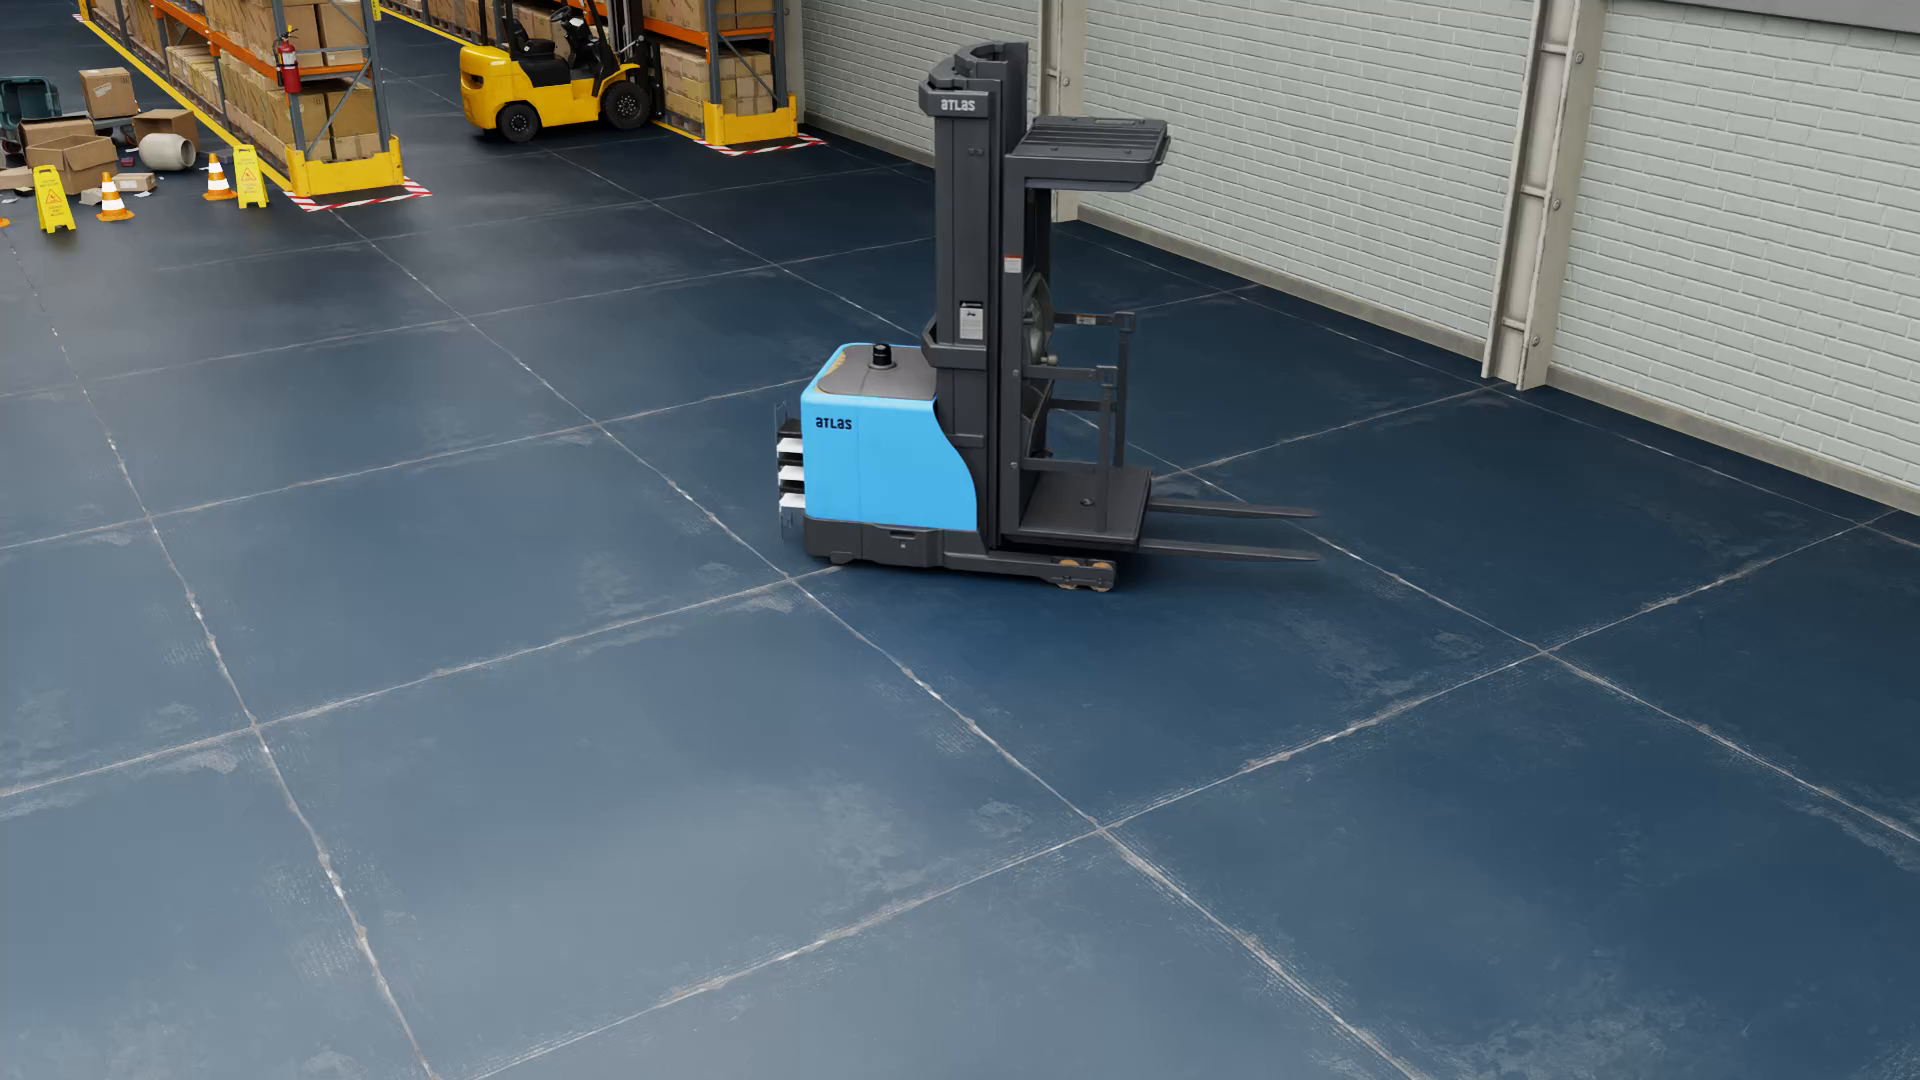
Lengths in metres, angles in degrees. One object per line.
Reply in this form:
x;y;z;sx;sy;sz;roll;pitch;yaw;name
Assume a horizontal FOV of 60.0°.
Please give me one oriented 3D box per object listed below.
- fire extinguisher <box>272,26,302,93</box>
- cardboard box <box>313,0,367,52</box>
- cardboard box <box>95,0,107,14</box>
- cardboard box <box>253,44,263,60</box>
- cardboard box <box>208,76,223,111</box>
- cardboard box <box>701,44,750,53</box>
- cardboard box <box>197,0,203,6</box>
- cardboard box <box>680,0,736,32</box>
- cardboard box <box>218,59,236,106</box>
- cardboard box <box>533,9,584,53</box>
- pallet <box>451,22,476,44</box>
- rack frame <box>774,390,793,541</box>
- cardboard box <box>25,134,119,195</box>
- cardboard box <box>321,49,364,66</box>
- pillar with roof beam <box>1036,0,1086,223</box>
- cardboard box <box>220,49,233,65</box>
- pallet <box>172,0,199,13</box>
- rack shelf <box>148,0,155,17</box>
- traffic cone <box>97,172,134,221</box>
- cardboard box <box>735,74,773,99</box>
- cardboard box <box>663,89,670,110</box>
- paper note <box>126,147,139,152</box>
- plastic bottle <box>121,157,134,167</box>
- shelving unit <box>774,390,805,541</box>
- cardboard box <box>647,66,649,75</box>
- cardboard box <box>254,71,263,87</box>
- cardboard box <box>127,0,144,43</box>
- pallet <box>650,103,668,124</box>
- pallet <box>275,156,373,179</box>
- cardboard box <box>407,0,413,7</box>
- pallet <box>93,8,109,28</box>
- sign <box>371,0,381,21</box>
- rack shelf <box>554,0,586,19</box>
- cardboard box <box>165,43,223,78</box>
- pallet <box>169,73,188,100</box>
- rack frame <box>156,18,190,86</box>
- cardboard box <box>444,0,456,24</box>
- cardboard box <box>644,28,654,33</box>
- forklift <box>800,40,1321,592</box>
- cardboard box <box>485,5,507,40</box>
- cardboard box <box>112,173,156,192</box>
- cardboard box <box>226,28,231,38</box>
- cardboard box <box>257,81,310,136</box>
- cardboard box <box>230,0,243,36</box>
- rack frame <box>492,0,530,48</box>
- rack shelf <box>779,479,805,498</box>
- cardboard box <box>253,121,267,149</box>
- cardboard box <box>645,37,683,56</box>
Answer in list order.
-7.115;-5.090;17.609;0.296;0.674;0.183;-16;29;-30;fire extinguisher
-6.818;-5.687;18.318;0.500;0.500;0.500;-16;30;-30;cardboard box
-15.082;-9.815;30.036;0.875;0.438;0.875;-17;30;-31;cardboard box
-7.694;-5.490;18.660;0.380;0.149;0.250;-15;29;-29;cardboard box
-9.264;-5.893;21.805;0.950;0.372;0.625;-15;29;-29;cardboard box
-3.014;-6.224;21.478;0.500;0.250;0.500;-15;29;-29;cardboard box
-9.487;-6.900;21.155;0.380;0.149;0.250;-15;29;-29;cardboard box
-3.124;-6.592;20.582;0.500;0.500;0.500;-16;30;-31;cardboard box
-8.879;-5.716;20.695;0.500;0.500;0.500;-14;29;-27;cardboard box
-5.942;-7.710;25.358;0.875;0.625;0.625;-17;30;-32;cardboard box
-8.040;-8.744;28.525;1.003;0.211;1.213;-16;29;-30;pallet
-1.077;-0.452;10.153;0.006;0.900;0.240;5;26;10;rack frame
-9.872;-4.183;18.521;0.637;0.503;0.797;7;26;15;cardboard box
-6.804;-5.330;18.320;0.380;0.149;0.250;-15;29;-29;cardboard box
-2.591;-6.454;13.381;9.100;9.000;0.400;-16;29;-30;pillar with roof beam
-8.861;-5.950;20.432;0.380;0.149;0.250;-15;29;-29;cardboard box
-10.044;-7.350;22.530;1.003;0.211;1.213;-16;29;-30;pallet
-12.251;-8.525;25.637;1.077;0.370;4.000;-16;29;-30;rack shelf
-8.852;-3.599;17.332;0.336;0.463;0.334;-16;29;-30;traffic cone
-2.717;-5.821;21.209;0.500;0.250;0.500;-15;29;-29;cardboard box
-3.685;-5.834;21.822;0.500;0.250;0.500;-15;29;-29;cardboard box
-10.115;-4.774;20.328;0.148;0.019;0.142;-16;29;-30;paper note
-9.842;-4.477;19.661;0.133;0.061;0.283;-10;27;-21;plastic bottle
-0.977;-0.444;10.136;0.210;0.900;0.258;5;26;10;shelving unit
-3.997;-6.247;22.112;0.500;0.250;0.500;-16;29;-30;cardboard box
-7.839;-5.284;19.021;0.380;0.149;0.250;-15;29;-29;cardboard box
-12.937;-8.591;26.933;0.875;0.875;0.875;-15;29;-28;cardboard box
-3.749;-5.870;22.438;1.003;0.211;1.213;-16;29;-30;pallet
-7.247;-4.338;19.193;1.003;0.211;1.213;-16;29;-30;pallet
-9.931;-9.936;30.494;0.396;0.266;0.258;-14;29;-28;cardboard box
-15.024;-9.467;30.058;1.003;0.211;1.213;-16;29;-30;pallet
-6.337;-5.791;17.990;0.100;0.325;0.005;-16;29;-30;sign
-5.910;-8.252;25.060;1.077;0.370;4.000;-16;29;-30;rack shelf
-10.859;-6.932;24.007;0.950;0.372;0.625;-18;31;-33;cardboard box
-10.733;-6.594;23.971;1.003;0.211;1.213;-16;29;-30;pallet
-11.159;-8.135;23.968;1.000;3.000;0.127;-16;29;-30;rack frame
-8.542;-9.190;28.640;0.500;0.500;0.500;-17;30;-31;cardboard box
-4.099;-6.952;23.021;0.500;0.250;0.500;-16;30;-30;cardboard box
0.636;-1.274;9.515;3.031;2.935;1.130;5;26;10;forklift
-7.413;-8.454;27.080;0.500;0.500;0.500;-15;29;-28;cardboard box
-9.199;-3.982;18.511;0.380;0.149;0.250;-1;25;-3;cardboard box
-8.614;-6.140;20.038;0.380;0.149;0.250;-15;29;-28;cardboard box
-7.735;-4.971;19.116;0.500;0.500;0.500;-14;29;-28;cardboard box
-8.119;-6.129;19.253;0.500;0.500;0.500;-15;29;-29;cardboard box
-7.002;-9.293;26.421;1.000;3.000;0.127;-16;29;-30;rack frame
-0.977;-0.332;10.189;0.200;0.077;0.258;5;26;10;rack shelf
-8.025;-4.819;19.674;0.500;0.250;0.500;-17;30;-31;cardboard box
-3.985;-6.465;21.988;0.500;0.250;0.500;-16;30;-31;cardboard box
